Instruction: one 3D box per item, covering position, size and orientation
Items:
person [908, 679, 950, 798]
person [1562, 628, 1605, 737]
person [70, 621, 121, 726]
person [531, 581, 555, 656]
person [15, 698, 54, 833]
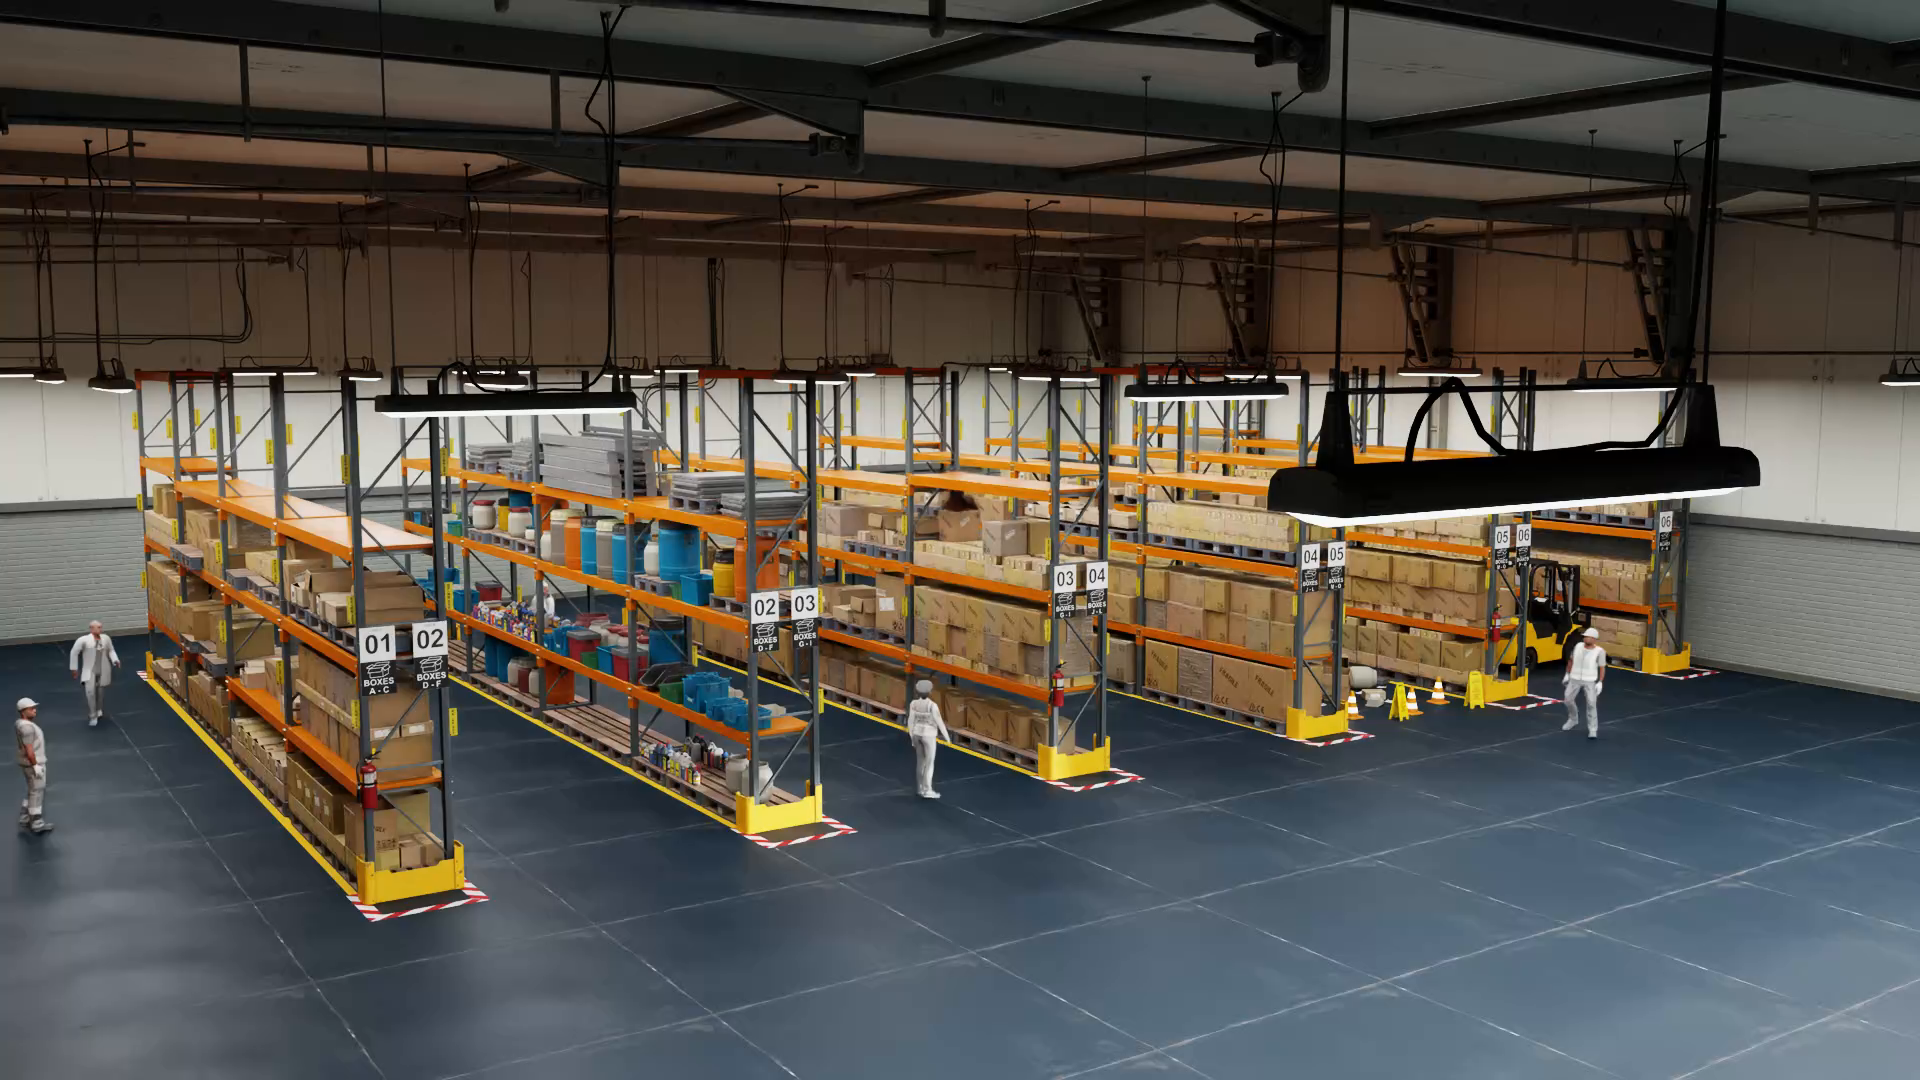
[{"bbox_3d":[-0.454,2.820,23.720,0.533,1.708,0.502,6,9,43],"label":"person"},{"bbox_3d":[10.323,2.334,27.529,0.656,1.780,0.496,4,7,30],"label":"person"},{"bbox_3d":[-14.866,2.286,28.590,0.765,1.814,0.935,-4,7,-30],"label":"person"},{"bbox_3d":[-8.379,1.686,33.557,0.547,1.738,0.976,-5,8,-39],"label":"person"},{"bbox_3d":[-12.229,2.964,21.946,0.574,1.800,0.408,6,9,41],"label":"person"}]
